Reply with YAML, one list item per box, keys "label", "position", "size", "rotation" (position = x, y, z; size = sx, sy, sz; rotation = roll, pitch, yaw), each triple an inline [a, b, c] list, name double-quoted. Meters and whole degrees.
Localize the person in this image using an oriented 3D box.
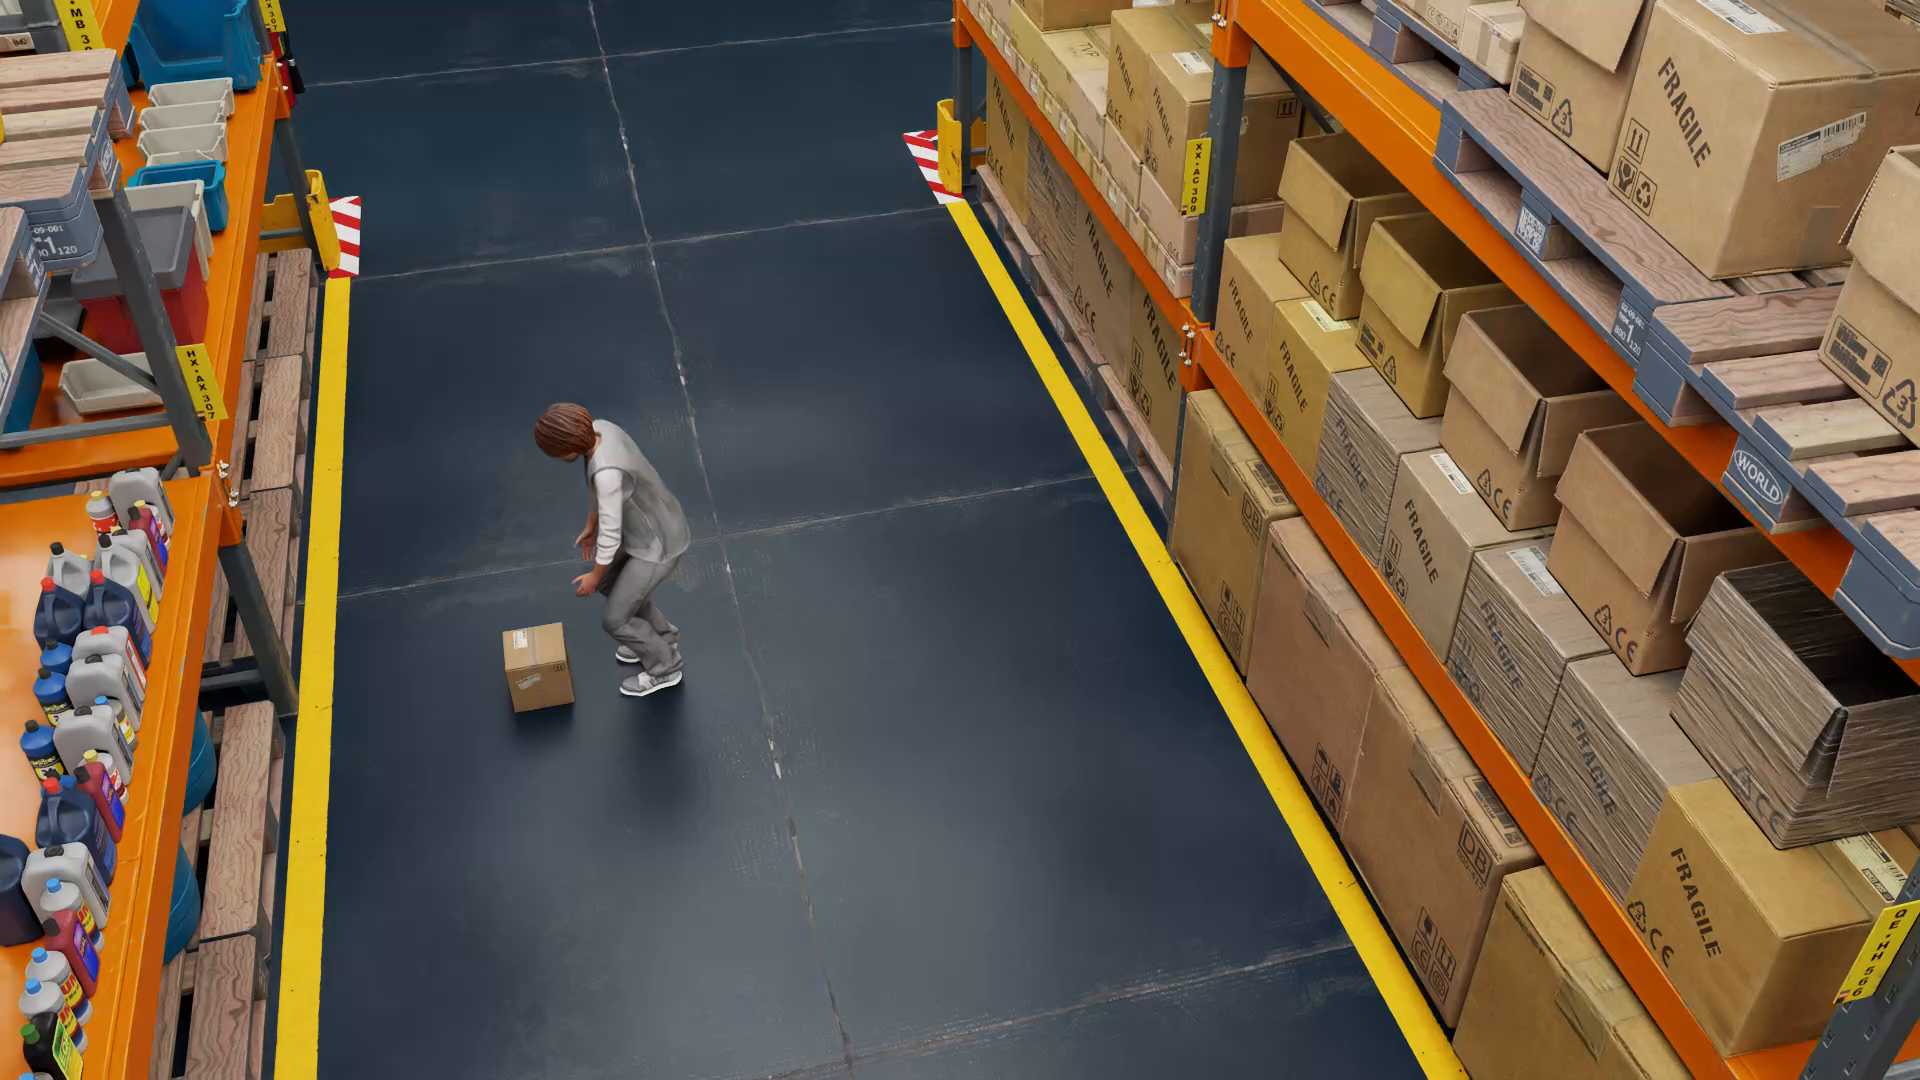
- label: "person"
  position: [-1.499, 0.346, 7.054]
  size: [0.846, 0.738, 0.427]
  rotation: [-10, 40, -13]
